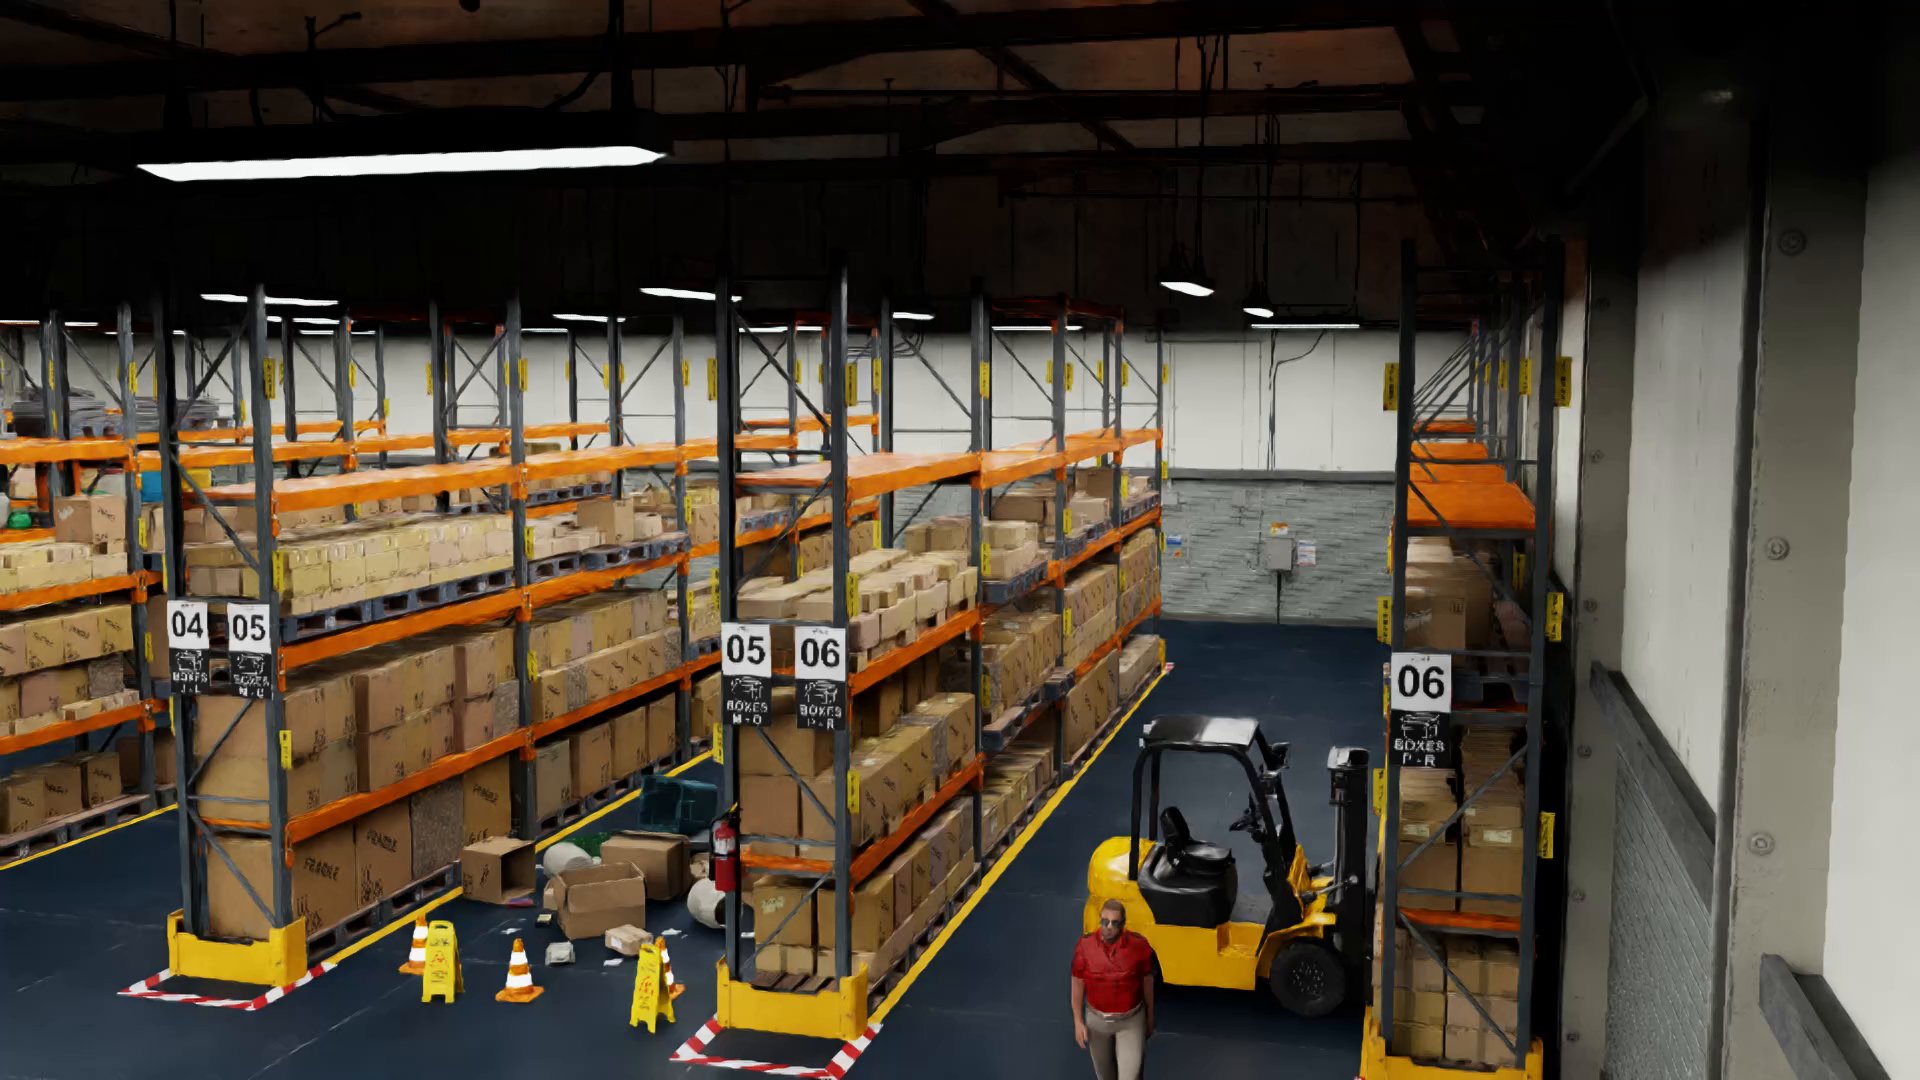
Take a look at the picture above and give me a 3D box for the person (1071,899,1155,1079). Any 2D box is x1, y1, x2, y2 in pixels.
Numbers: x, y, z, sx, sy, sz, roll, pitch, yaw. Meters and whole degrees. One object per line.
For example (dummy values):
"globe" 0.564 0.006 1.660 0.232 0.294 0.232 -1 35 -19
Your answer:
"person" 1.000 3.165 11.004 0.547 1.640 1.116 1 6 13
